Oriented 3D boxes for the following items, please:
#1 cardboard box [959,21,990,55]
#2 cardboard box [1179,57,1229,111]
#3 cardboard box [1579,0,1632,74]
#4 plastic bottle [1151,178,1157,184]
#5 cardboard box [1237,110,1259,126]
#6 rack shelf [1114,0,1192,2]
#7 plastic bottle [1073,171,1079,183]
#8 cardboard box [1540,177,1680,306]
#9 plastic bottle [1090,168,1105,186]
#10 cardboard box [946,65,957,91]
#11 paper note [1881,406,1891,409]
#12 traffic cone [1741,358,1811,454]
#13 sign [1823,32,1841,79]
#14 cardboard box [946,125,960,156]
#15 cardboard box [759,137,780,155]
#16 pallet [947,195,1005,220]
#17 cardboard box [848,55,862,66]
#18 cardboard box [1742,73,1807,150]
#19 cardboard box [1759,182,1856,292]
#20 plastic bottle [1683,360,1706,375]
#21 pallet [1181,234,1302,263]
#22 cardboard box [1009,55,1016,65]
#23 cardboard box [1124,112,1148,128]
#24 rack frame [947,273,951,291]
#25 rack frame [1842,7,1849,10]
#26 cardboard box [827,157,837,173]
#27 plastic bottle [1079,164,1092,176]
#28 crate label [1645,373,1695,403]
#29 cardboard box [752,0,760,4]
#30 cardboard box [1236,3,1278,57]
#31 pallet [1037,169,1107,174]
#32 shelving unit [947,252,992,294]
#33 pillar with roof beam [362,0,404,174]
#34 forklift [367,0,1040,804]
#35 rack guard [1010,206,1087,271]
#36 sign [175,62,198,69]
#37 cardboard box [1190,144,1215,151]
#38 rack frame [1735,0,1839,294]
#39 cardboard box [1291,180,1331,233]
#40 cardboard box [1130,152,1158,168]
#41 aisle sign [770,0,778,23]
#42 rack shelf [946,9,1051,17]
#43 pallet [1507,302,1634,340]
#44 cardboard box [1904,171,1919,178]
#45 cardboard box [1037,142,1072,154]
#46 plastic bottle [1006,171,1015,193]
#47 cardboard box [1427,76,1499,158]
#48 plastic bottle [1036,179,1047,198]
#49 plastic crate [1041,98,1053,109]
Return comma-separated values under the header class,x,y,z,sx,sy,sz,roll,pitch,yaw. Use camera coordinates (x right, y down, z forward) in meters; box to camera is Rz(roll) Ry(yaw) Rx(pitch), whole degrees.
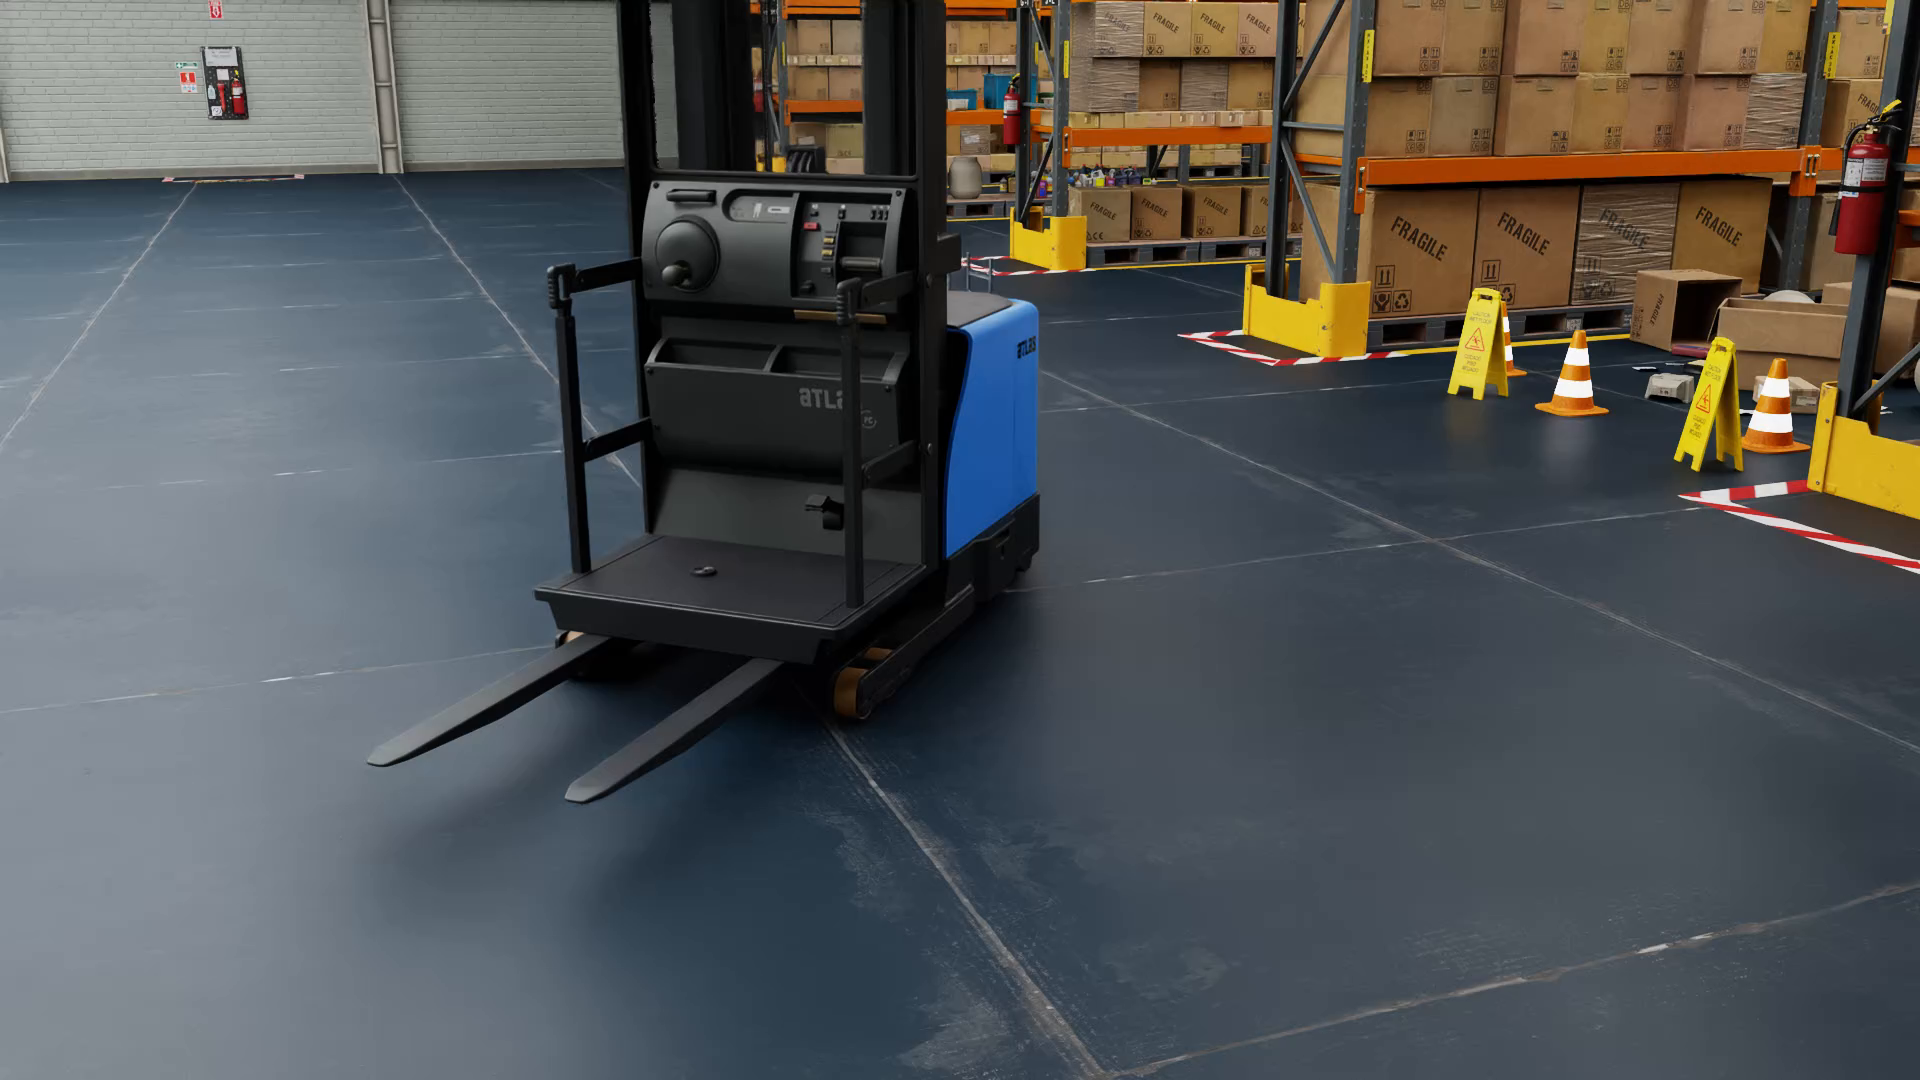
class,x,y,z,sx,sy,sz,roll,pitch,yaw
cardboard box,0.095,-7.743,25.663,0.500,0.500,0.700,-6,17,-20
cardboard box,2.214,-4.520,16.463,0.500,0.500,0.875,-6,17,-20
cardboard box,4.326,-3.651,12.024,0.500,0.550,0.875,-6,17,-20
plastic bottle,2.520,-4.617,21.682,0.097,0.201,0.097,0,16,0
cardboard box,2.757,-4.192,16.495,0.250,0.149,0.380,-6,17,-20
rack shelf,0.880,-6.759,20.745,4.000,0.370,1.077,-6,17,-20
plastic bottle,1.545,-4.753,22.022,0.097,0.271,0.097,0,16,0
cardboard box,4.747,-2.294,12.611,0.875,0.875,0.875,-6,17,-20
plastic bottle,1.768,-4.614,21.408,0.185,0.351,0.144,-6,17,-20
cardboard box,-0.394,-7.068,25.665,0.500,0.500,0.700,-6,17,-19
paper note,5.348,-0.788,9.749,0.142,0.019,0.148,0,16,-1
traffic cone,4.270,-0.719,8.724,0.334,0.463,0.336,-6,17,-20
sign,6.400,-3.556,12.207,0.005,0.325,0.100,-6,17,-20
cardboard box,-0.313,-6.210,25.724,0.500,0.500,0.500,-6,17,-20
cardboard box,-3.322,-7.095,29.926,0.500,0.311,0.500,-5,17,-15
pallet,-0.173,-4.226,21.115,1.213,0.211,1.003,-6,17,-20
cardboard box,-1.598,-7.186,24.918,0.250,0.149,0.380,-6,18,-21
cardboard box,5.860,-3.280,12.679,0.550,0.550,0.875,-6,17,-20
cardboard box,6.747,-2.457,13.389,0.750,0.750,1.050,-6,17,-20
plastic bottle,4.844,-1.131,10.840,0.283,0.061,0.133,-14,21,-39
pallet,2.764,-3.025,17.024,1.213,0.211,1.003,-6,17,-20
cardboard box,0.801,-7.446,25.802,0.250,0.149,0.380,-6,17,-20
cardboard box,1.615,-4.047,16.003,0.250,0.149,0.380,-6,17,-20
rack frame,-0.087,-0.571,6.910,0.006,1.200,0.240,-7,18,-23
rack frame,13.953,-7.077,25.873,0.127,3.000,1.000,-6,17,-20
cardboard box,-2.176,-5.645,25.132,0.500,0.250,0.500,-6,17,-20
plastic bottle,1.669,-4.816,22.094,0.185,0.351,0.144,-7,18,-22
crate label,4.268,-0.916,9.973,0.250,0.136,0.298,13,21,37
cardboard box,-3.617,-9.580,28.860,0.500,0.500,0.500,-5,17,-16
cardboard box,2.796,-4.966,16.206,0.500,0.500,0.500,-6,17,-20
pallet,1.652,-5.917,26.873,1.213,0.211,1.003,-6,17,-20
shelving unit,-0.004,-0.581,6.946,0.189,1.200,0.258,-7,18,-23
pillar with roof beam,-8.251,-9.509,23.509,0.400,9.000,9.100,-6,17,-20
forklift,-0.688,-0.977,5.222,1.130,2.935,3.031,6,17,20
rack guard,0.855,-2.969,16.321,0.348,0.500,1.175,-6,17,-20
sign,-12.658,-7.765,27.214,0.331,0.109,0.001,-6,17,-20
cardboard box,3.830,-6.553,27.230,0.500,0.311,0.500,-6,18,-21
rack frame,6.200,-3.249,12.837,0.127,3.000,1.000,-6,17,-20
cardboard box,3.600,-3.476,17.304,0.500,0.500,0.500,-1,16,-2
cardboard box,2.879,-6.183,26.966,0.500,0.250,0.500,-6,17,-19
aisle sign,-2.709,-7.927,24.156,0.004,0.787,0.394,-6,17,-20
rack shelf,1.070,-9.769,30.995,4.000,0.370,1.077,-6,17,-20
pallet,4.321,-1.730,12.617,1.213,0.211,1.003,-6,17,-20
cardboard box,10.565,-4.392,19.757,0.875,0.875,1.225,-7,18,-22
cardboard box,1.453,-6.298,26.361,0.500,0.311,0.500,-6,17,-20
plastic bottle,0.673,-4.689,21.781,0.133,0.283,0.061,-6,17,-19
cardboard box,3.301,-3.028,11.819,0.550,0.550,0.875,-6,17,-20
plastic bottle,1.035,-4.490,21.105,0.133,0.283,0.061,-6,17,-19
plastic crate,1.322,-5.510,21.006,0.437,0.136,0.530,-6,17,-20
